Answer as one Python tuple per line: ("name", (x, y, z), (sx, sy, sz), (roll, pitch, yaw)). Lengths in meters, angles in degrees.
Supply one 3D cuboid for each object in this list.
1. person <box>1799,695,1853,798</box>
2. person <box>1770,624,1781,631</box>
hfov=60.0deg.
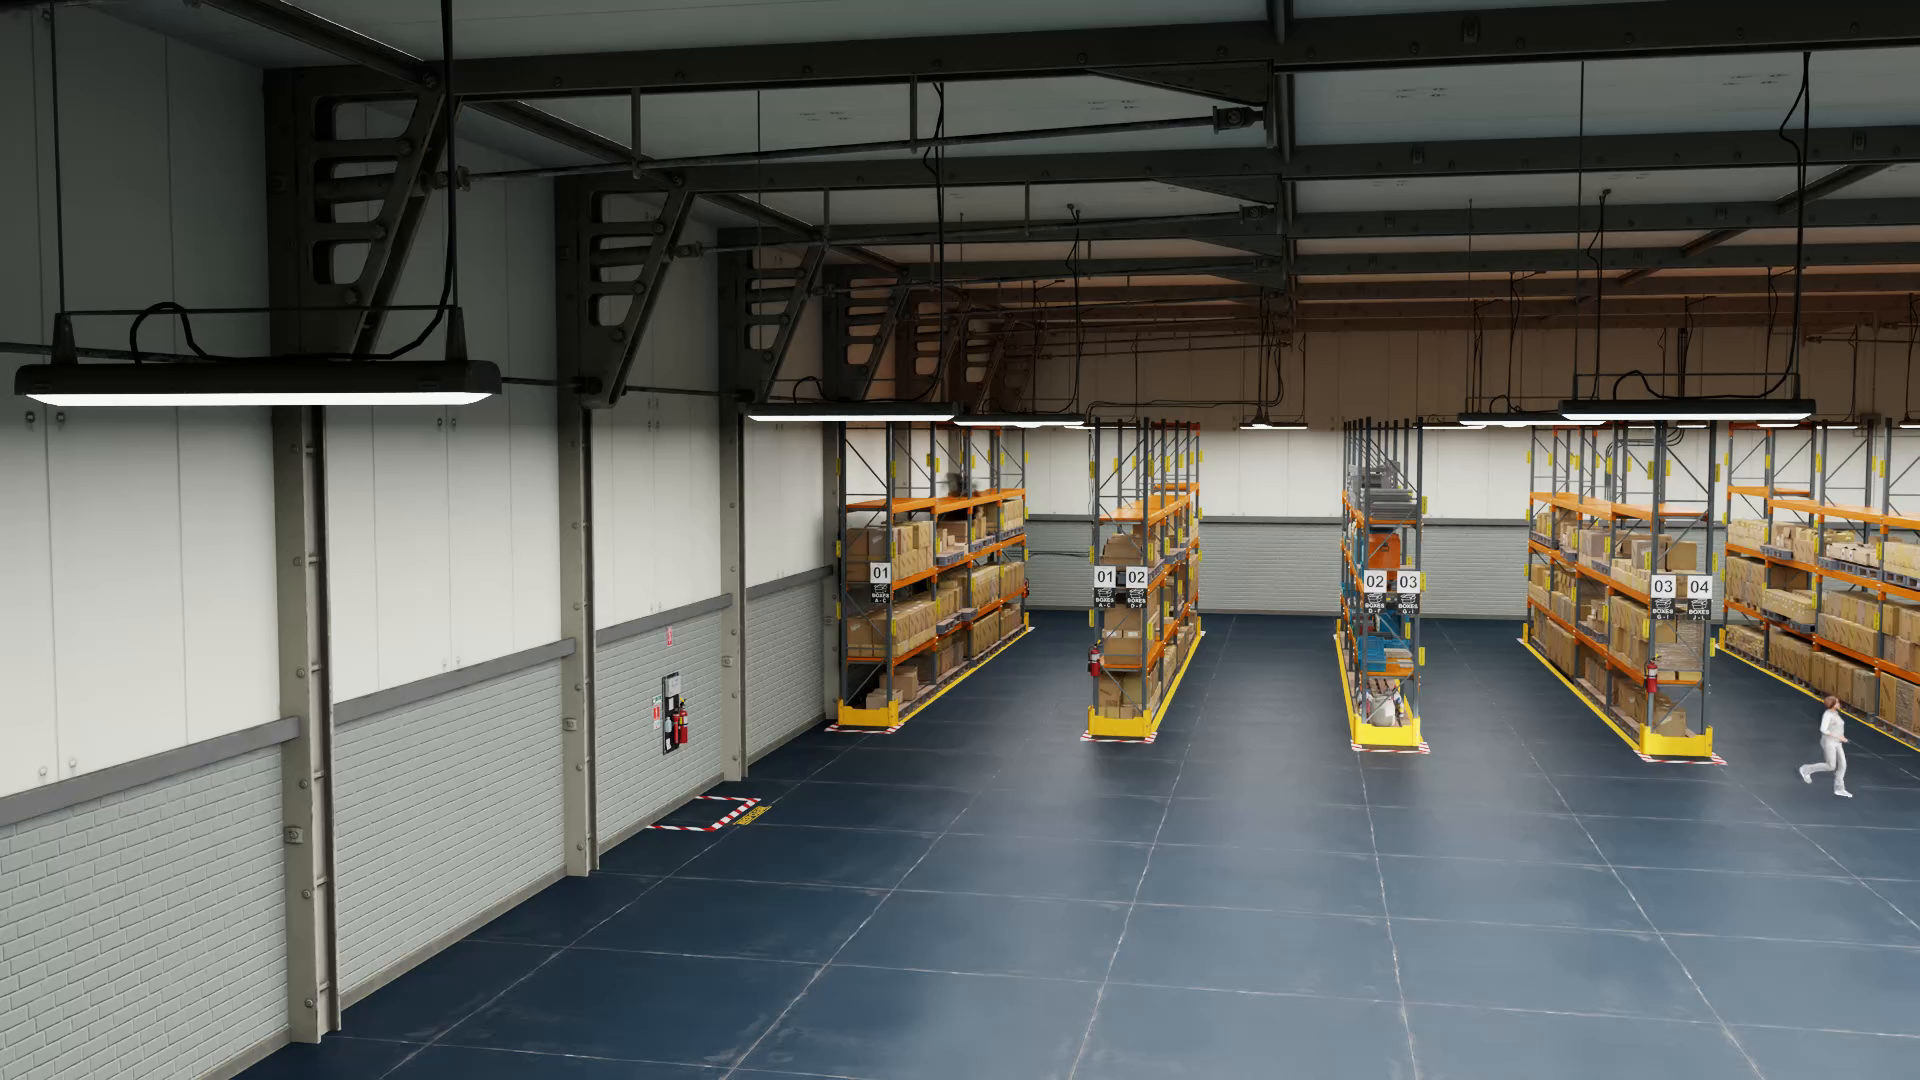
("person", (13.714, 3.236, 26.267), (0.784, 1.590, 0.552), (4, 5, 45))
("person", (22.093, 1.984, 45.156), (0.653, 1.652, 0.614), (1, 4, 19))
